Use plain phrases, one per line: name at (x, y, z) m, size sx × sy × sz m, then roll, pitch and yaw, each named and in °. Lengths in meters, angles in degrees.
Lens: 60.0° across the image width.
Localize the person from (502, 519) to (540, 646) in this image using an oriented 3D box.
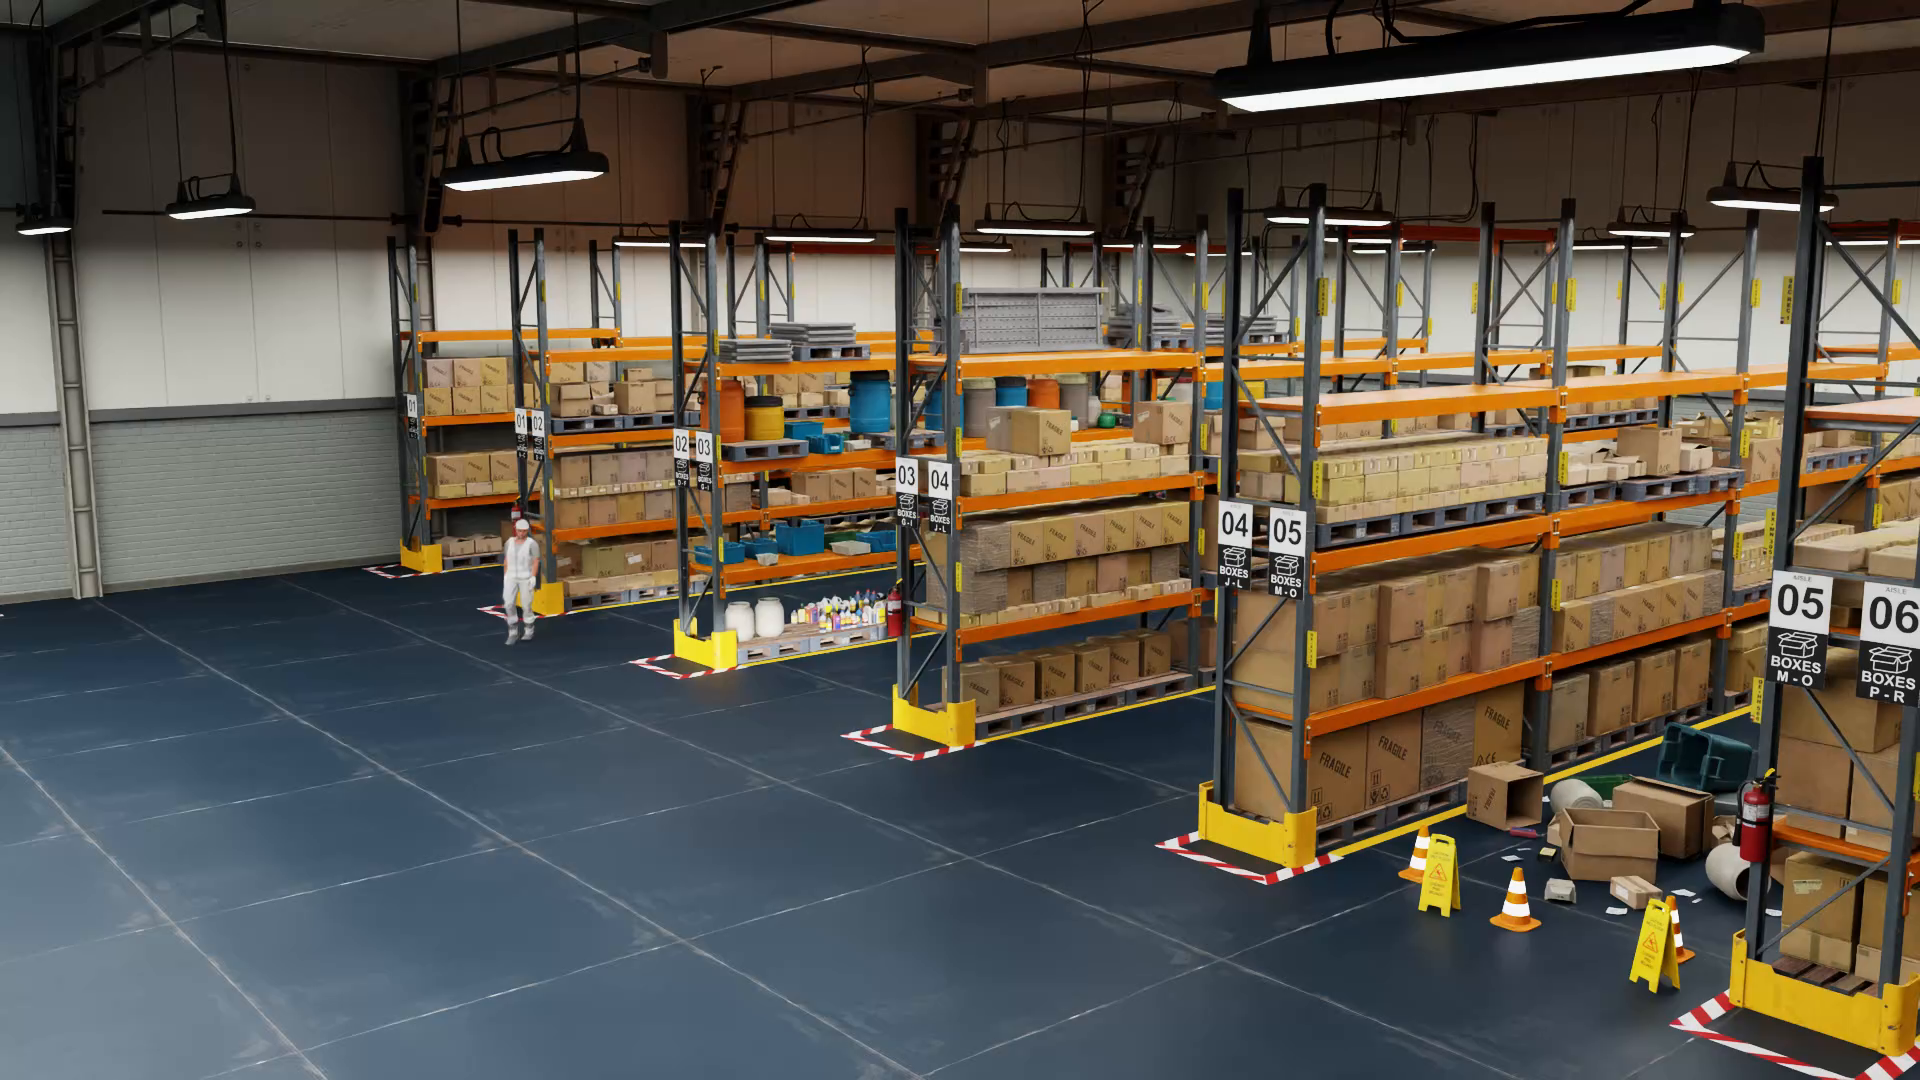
person at (-6.375, 0.620, 24.049) m, size 0.570 × 1.846 × 0.509 m, roll 1°, pitch 9°, yaw 4°

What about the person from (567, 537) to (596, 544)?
person at (-6.835, -0.304, 29.900) m, size 0.649 × 1.713 × 1.103 m, roll 4°, pitch 9°, yaw 22°
